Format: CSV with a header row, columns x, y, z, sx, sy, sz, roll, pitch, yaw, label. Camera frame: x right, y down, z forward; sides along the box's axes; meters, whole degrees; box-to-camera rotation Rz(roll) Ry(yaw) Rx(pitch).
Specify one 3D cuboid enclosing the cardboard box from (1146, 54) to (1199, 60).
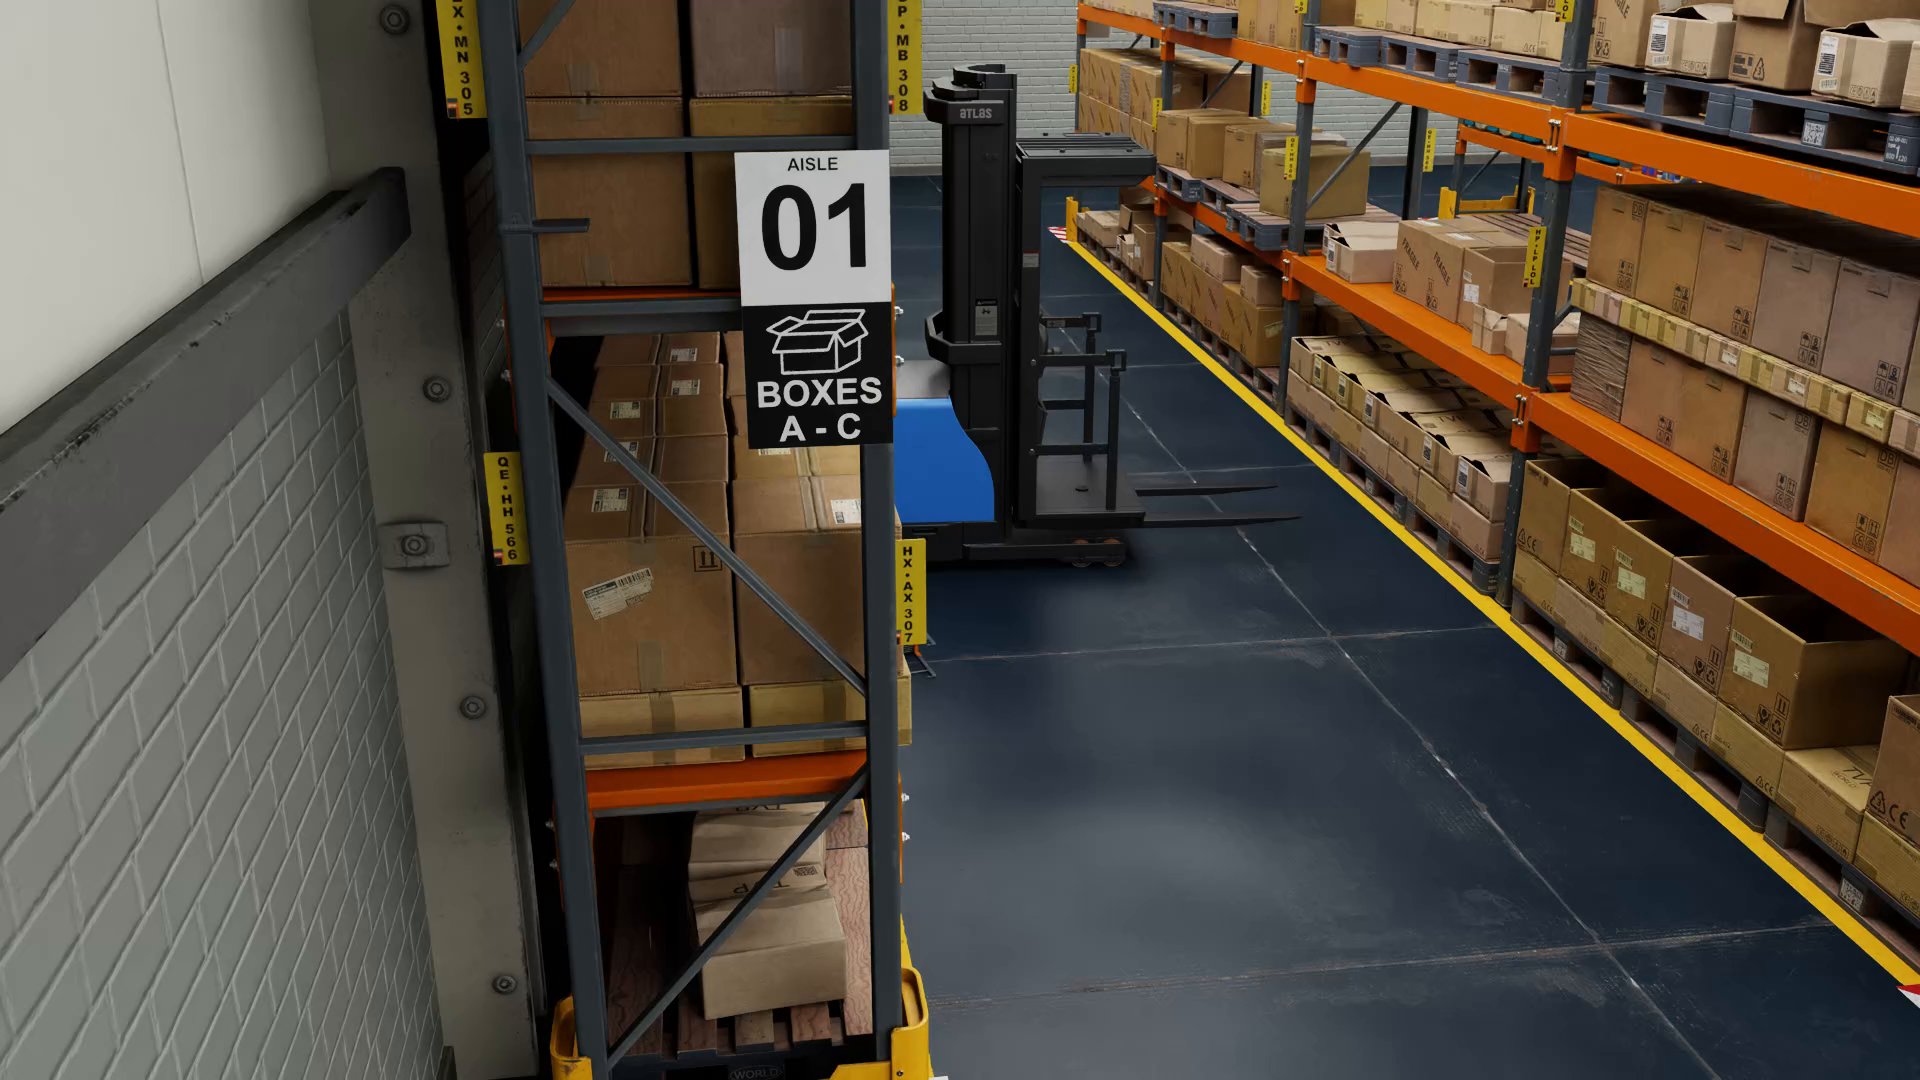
x,y,z,sx,sy,sz,roll,pitch,yaw,label
2.400,-5.227,18.853,0.500,0.500,0.500,-2,21,-6,cardboard box

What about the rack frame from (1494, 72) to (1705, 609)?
x,y,z,sx,sy,sz,roll,pitch,yaw,label
3.640,-1.052,9.245,1.000,3.000,0.127,-3,21,-8,rack frame

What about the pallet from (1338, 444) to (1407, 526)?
x,y,z,sx,sy,sz,roll,pitch,yaw,label
3.316,-0.422,11.544,1.003,0.211,1.213,-3,21,-8,pallet

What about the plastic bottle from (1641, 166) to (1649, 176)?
x,y,z,sx,sy,sz,roll,pitch,yaw,label
7.020,-3.867,16.949,0.061,0.283,0.133,-3,21,-8,plastic bottle

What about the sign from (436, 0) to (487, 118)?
x,y,z,sx,sy,sz,roll,pitch,yaw,label
-1.237,-1.214,4.128,0.100,0.325,0.005,-3,21,-8,sign

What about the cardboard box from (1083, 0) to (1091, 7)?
x,y,z,sx,sy,sz,roll,pitch,yaw,label
1.733,-6.351,19.360,0.500,0.250,0.500,-3,21,-8,cardboard box

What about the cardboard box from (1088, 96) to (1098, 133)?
x,y,z,sx,sy,sz,roll,pitch,yaw,label
1.793,-4.908,19.427,0.500,0.500,0.500,-3,21,-8,cardboard box

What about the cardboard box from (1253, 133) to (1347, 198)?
x,y,z,sx,sy,sz,roll,pitch,yaw,label
2.919,-3.219,14.304,0.700,0.500,0.500,1,20,2,cardboard box

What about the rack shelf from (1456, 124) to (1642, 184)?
x,y,z,sx,sy,sz,roll,pitch,yaw,label
7.101,-4.425,19.306,1.077,0.370,4.000,-3,21,-8,rack shelf

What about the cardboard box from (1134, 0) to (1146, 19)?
x,y,z,sx,sy,sz,roll,pitch,yaw,label
2.092,-5.485,17.042,0.500,0.250,0.500,-3,21,-8,cardboard box

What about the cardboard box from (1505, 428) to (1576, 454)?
x,y,z,sx,sy,sz,roll,pitch,yaw,label
3.760,-0.552,10.436,0.500,0.311,0.500,-3,21,-8,cardboard box

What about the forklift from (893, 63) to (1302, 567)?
x,y,z,sx,sy,sz,roll,pitch,yaw,label
0.623,-1.389,10.245,3.031,2.935,1.130,-1,21,-4,forklift

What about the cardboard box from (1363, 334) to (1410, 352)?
x,y,z,sx,sy,sz,roll,pitch,yaw,label
3.383,-1.439,12.810,0.500,0.311,0.500,-2,21,-6,cardboard box

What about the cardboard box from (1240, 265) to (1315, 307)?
x,y,z,sx,sy,sz,roll,pitch,yaw,label
2.684,-2.154,14.069,0.500,0.250,0.500,-2,21,-6,cardboard box

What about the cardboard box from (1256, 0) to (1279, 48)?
x,y,z,sx,sy,sz,roll,pitch,yaw,label
2.894,-4.214,13.283,0.910,0.500,0.500,-3,21,-8,cardboard box

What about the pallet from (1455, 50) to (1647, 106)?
x,y,z,sx,sy,sz,roll,pitch,yaw,label
3.500,-2.672,9.569,0.805,0.209,1.217,-4,21,-10,pallet

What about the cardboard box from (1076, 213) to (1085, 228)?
x,y,z,sx,sy,sz,roll,pitch,yaw,label
1.631,-3.915,20.356,0.380,0.149,0.250,-3,21,-8,cardboard box

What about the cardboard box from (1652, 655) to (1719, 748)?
x,y,z,sx,sy,sz,roll,pitch,yaw,label
3.619,0.735,7.790,0.500,0.250,0.500,-3,21,-8,cardboard box

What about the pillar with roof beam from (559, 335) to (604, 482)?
x,y,z,sx,sy,sz,roll,pitch,yaw,label
1.754,-4.719,10.490,9.100,9.000,0.400,-3,21,-8,pillar with roof beam

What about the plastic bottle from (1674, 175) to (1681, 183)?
x,y,z,sx,sy,sz,roll,pitch,yaw,label
7.121,-3.662,16.418,0.097,0.271,0.097,0,20,0,plastic bottle

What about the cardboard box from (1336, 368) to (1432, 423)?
x,y,z,sx,sy,sz,roll,pitch,yaw,label
3.004,-1.054,11.778,0.500,0.311,0.500,-3,21,-9,cardboard box

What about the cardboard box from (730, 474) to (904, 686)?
x,y,z,sx,sy,sz,roll,pitch,yaw,label
-0.456,0.114,5.239,0.500,0.500,0.500,-3,21,-8,cardboard box

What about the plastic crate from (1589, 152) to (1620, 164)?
x,y,z,sx,sy,sz,roll,pitch,yaw,label
6.984,-4.235,17.705,0.392,0.384,0.575,-3,21,-8,plastic crate

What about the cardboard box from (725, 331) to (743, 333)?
x,y,z,sx,sy,sz,roll,pitch,yaw,label
-0.809,-0.770,7.605,0.500,0.500,0.500,-3,21,-8,cardboard box

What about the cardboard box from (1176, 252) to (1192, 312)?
x,y,z,sx,sy,sz,roll,pitch,yaw,label
2.404,-2.493,16.047,0.500,0.500,0.500,-3,21,-7,cardboard box

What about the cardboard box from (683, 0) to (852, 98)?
x,y,z,sx,sy,sz,roll,pitch,yaw,label
-0.500,-1.491,4.533,0.500,0.500,0.500,-4,21,-12,cardboard box

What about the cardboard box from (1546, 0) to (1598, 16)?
x,y,z,sx,sy,sz,roll,pitch,yaw,label
3.590,-3.150,9.118,0.500,0.500,0.500,-3,21,-7,cardboard box

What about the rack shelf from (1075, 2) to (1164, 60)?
x,y,z,sx,sy,sz,roll,pitch,yaw,label
2.199,-5.582,18.116,1.077,0.370,4.000,-3,21,-8,rack shelf

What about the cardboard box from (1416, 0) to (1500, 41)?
x,y,z,sx,sy,sz,roll,pitch,yaw,label
3.349,-3.435,10.952,0.500,0.250,0.500,-3,21,-9,cardboard box

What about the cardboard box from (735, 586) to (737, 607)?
x,y,z,sx,sy,sz,roll,pitch,yaw,label
-0.530,0.281,5.862,0.500,0.250,0.500,-4,21,-9,cardboard box

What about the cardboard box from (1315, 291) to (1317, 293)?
x,y,z,sx,sy,sz,roll,pitch,yaw,label
3.133,-1.999,14.724,0.500,0.500,0.500,-3,21,-8,cardboard box

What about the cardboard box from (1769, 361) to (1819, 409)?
x,y,z,sx,sy,sz,roll,pitch,yaw,label
3.748,-0.677,7.172,0.380,0.149,0.250,-3,21,-8,cardboard box

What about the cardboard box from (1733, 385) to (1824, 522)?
x,y,z,sx,sy,sz,roll,pitch,yaw,label
3.936,-0.412,7.388,0.700,0.500,0.500,-2,21,-6,cardboard box

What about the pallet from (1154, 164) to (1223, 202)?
x,y,z,sx,sy,sz,roll,pitch,yaw,label
2.494,-3.449,15.939,1.003,0.211,1.213,-3,21,-8,pallet

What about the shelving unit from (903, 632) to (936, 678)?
x,y,z,sx,sy,sz,roll,pitch,yaw,label
-0.434,0.450,9.232,0.258,0.189,1.200,-7,21,-18,shelving unit

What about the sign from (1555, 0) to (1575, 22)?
x,y,z,sx,sy,sz,roll,pitch,yaw,label
3.105,-2.816,8.492,0.100,0.325,0.005,-3,21,-8,sign

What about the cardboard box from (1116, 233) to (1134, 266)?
x,y,z,sx,sy,sz,roll,pitch,yaw,label
2.016,-3.211,18.239,0.500,0.311,0.500,-3,21,-8,cardboard box

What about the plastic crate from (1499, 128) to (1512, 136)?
x,y,z,sx,sy,sz,roll,pitch,yaw,label
6.585,-4.907,19.859,0.250,0.136,0.298,-3,21,-8,plastic crate

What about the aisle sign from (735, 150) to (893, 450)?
x,y,z,sx,sy,sz,roll,pitch,yaw,label
-0.377,-0.624,4.383,0.394,0.787,0.004,-3,21,-8,aisle sign

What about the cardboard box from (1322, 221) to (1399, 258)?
x,y,z,sx,sy,sz,roll,pitch,yaw,label
3.073,-2.267,12.625,0.500,0.311,0.500,-2,21,-4,cardboard box

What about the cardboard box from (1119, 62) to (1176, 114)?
x,y,z,sx,sy,sz,roll,pitch,yaw,label
2.009,-4.850,17.844,0.500,0.500,0.500,-3,21,-7,cardboard box

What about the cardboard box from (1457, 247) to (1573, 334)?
x,y,z,sx,sy,sz,roll,pitch,yaw,label
3.470,-1.548,10.430,0.500,0.500,0.500,-1,21,-4,cardboard box

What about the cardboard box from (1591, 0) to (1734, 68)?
x,y,z,sx,sy,sz,roll,pitch,yaw,label
3.452,-2.578,8.102,0.500,0.500,0.500,-1,21,-3,cardboard box

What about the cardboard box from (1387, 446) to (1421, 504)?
x,y,z,sx,sy,sz,roll,pitch,yaw,label
3.148,-0.442,10.941,0.500,0.250,0.500,-2,21,-7,cardboard box

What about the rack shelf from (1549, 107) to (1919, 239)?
x,y,z,sx,sy,sz,roll,pitch,yaw,label
3.929,-1.427,6.992,1.077,0.370,4.000,-3,21,-8,rack shelf

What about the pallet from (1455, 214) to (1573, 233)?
x,y,z,sx,sy,sz,roll,pitch,yaw,label
6.893,-3.861,20.752,1.003,0.211,1.213,-3,21,-8,pallet

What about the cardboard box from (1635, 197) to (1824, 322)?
x,y,z,sx,sy,sz,roll,pitch,yaw,label
3.785,-1.378,8.121,0.700,0.500,0.500,-3,21,-8,cardboard box

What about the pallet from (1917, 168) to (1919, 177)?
x,y,z,sx,sy,sz,roll,pitch,yaw,label
4.141,-1.277,5.686,1.003,0.211,1.213,-3,21,-8,pallet

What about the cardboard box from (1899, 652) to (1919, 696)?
x,y,z,sx,sy,sz,roll,pitch,yaw,label
4.201,0.531,7.265,0.500,0.500,0.500,-3,21,-8,cardboard box

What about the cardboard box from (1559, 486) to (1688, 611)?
x,y,z,sx,sy,sz,roll,pitch,yaw,label
3.477,0.038,8.586,0.500,0.500,0.500,-3,21,-8,cardboard box

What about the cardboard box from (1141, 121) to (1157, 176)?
x,y,z,sx,sy,sz,roll,pitch,yaw,label
2.161,-4.028,17.072,0.500,0.500,0.500,-3,21,-7,cardboard box

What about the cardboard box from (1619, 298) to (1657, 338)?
x,y,z,sx,sy,sz,roll,pitch,yaw,label
3.563,-1.123,8.367,0.380,0.149,0.250,-3,21,-9,cardboard box

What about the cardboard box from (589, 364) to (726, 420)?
x,y,z,sx,sy,sz,roll,pitch,yaw,label
-1.177,-0.386,6.577,0.500,0.500,0.500,-3,21,-7,cardboard box
